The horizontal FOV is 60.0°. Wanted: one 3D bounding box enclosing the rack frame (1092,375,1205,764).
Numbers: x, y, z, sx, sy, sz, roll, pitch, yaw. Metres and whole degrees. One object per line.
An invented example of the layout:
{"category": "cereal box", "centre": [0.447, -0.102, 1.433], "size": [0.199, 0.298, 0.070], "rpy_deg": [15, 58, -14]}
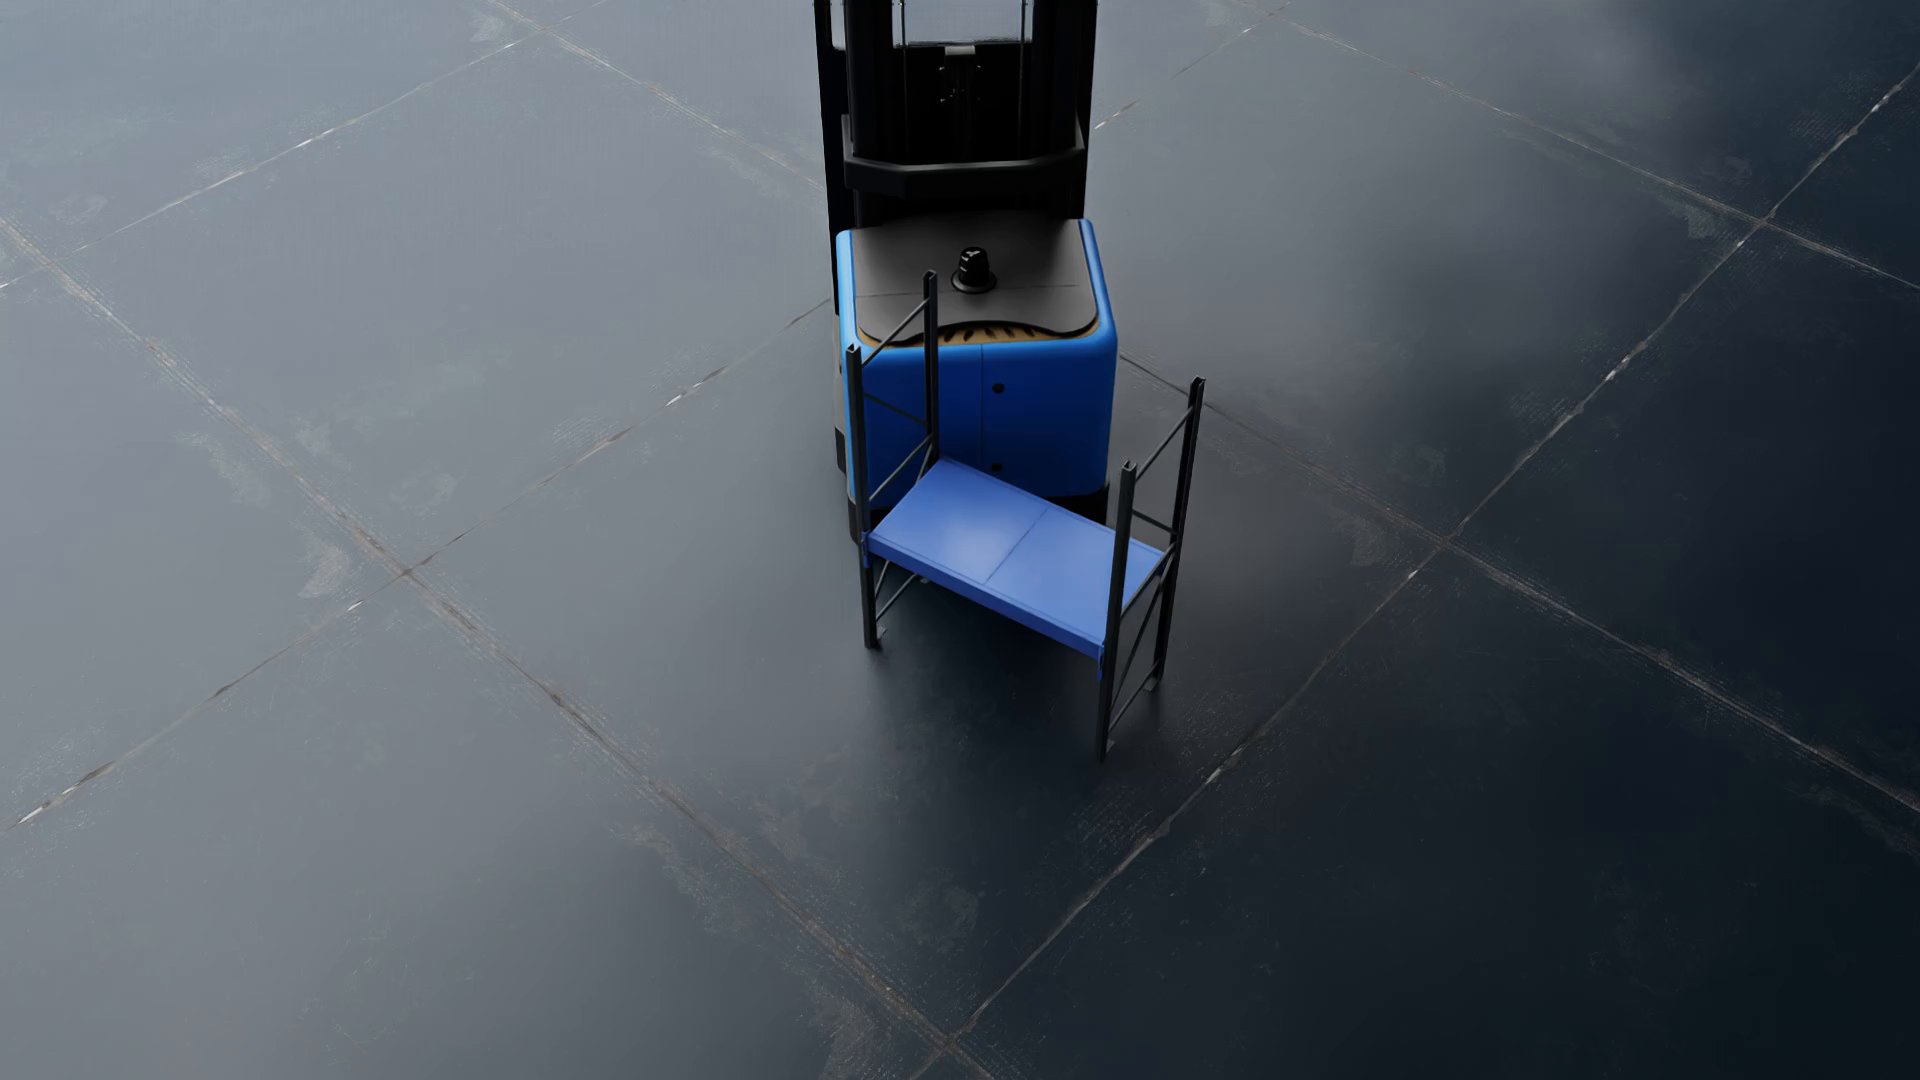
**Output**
{"category": "rack frame", "centre": [0.633, 0.148, 5.691], "size": [0.032, 1.500, 0.500], "rpy_deg": [25, 52, 22]}

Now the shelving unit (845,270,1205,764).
{"category": "shelving unit", "centre": [0.205, -0.051, 5.877], "size": [1.048, 1.500, 0.538], "rpy_deg": [25, 52, 22]}

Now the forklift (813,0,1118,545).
{"category": "forklift", "centre": [-0.038, -2.034, 6.758], "size": [1.130, 2.935, 3.031], "rpy_deg": [-3, 47, -3]}

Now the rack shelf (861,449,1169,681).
{"category": "rack shelf", "centre": [0.205, 0.072, 6.009], "size": [1.000, 0.185, 0.538], "rpy_deg": [25, 52, 22]}

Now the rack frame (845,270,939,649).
{"category": "rack frame", "centre": [-0.224, -0.250, 6.064], "size": [0.032, 1.500, 0.500], "rpy_deg": [25, 52, 22]}
